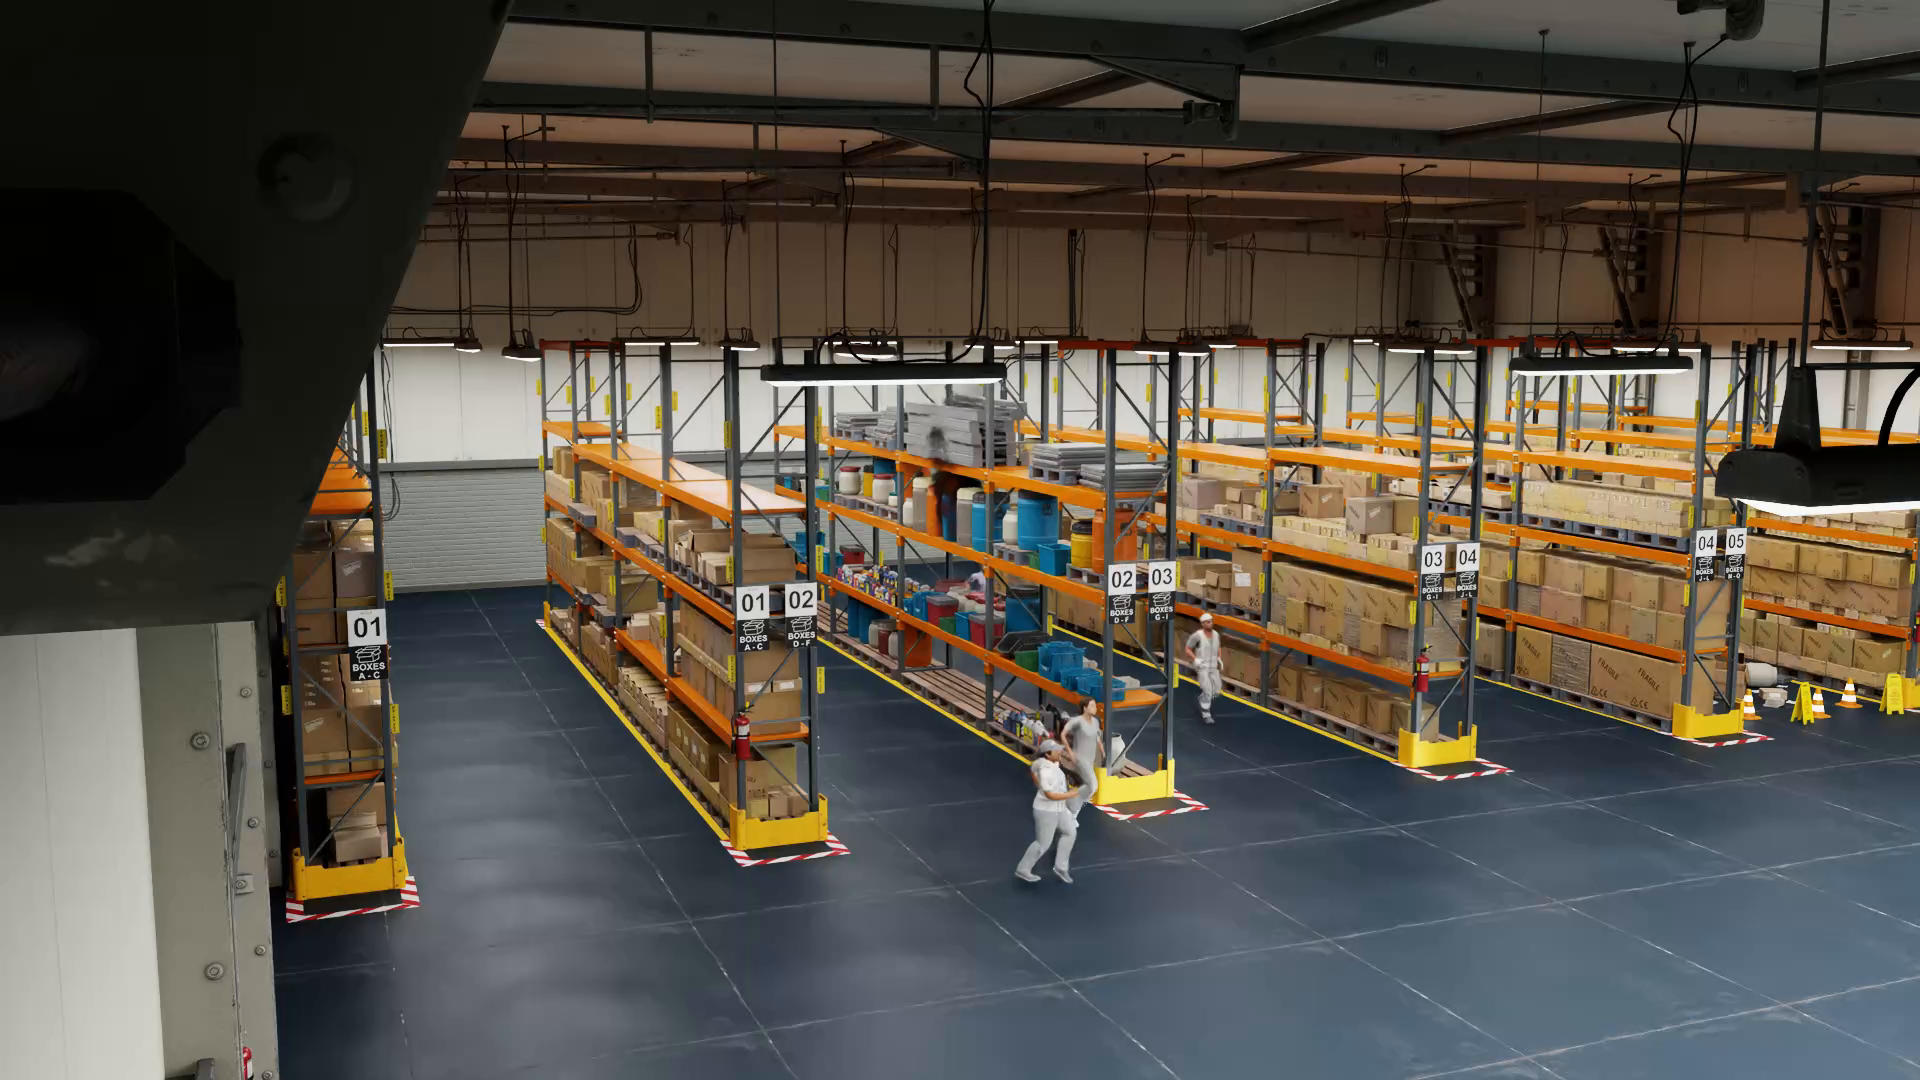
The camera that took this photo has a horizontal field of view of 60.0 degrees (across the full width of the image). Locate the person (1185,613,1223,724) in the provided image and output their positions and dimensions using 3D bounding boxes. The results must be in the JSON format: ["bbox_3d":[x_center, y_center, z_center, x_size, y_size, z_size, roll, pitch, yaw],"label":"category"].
[{"bbox_3d":[3.882,2.024,26.501,0.666,1.751,0.596,-3,8,-24],"label":"person"}]

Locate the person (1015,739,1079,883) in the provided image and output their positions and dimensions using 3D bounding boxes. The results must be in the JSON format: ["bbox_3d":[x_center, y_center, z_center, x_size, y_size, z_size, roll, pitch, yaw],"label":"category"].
[{"bbox_3d":[0.999,3.090,18.810,0.695,1.717,0.604,1,8,9],"label":"person"}]

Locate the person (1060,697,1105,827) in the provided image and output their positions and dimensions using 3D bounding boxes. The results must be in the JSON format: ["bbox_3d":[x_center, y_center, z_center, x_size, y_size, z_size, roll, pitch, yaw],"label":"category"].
[{"bbox_3d":[1.597,2.813,21.087,0.542,1.621,0.578,6,10,39],"label":"person"}]

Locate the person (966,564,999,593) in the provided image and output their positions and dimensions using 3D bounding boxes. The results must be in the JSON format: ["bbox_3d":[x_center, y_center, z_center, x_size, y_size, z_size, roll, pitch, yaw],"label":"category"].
[{"bbox_3d":[0.468,1.243,32.911,0.580,1.709,0.770,-5,9,-32],"label":"person"}]
